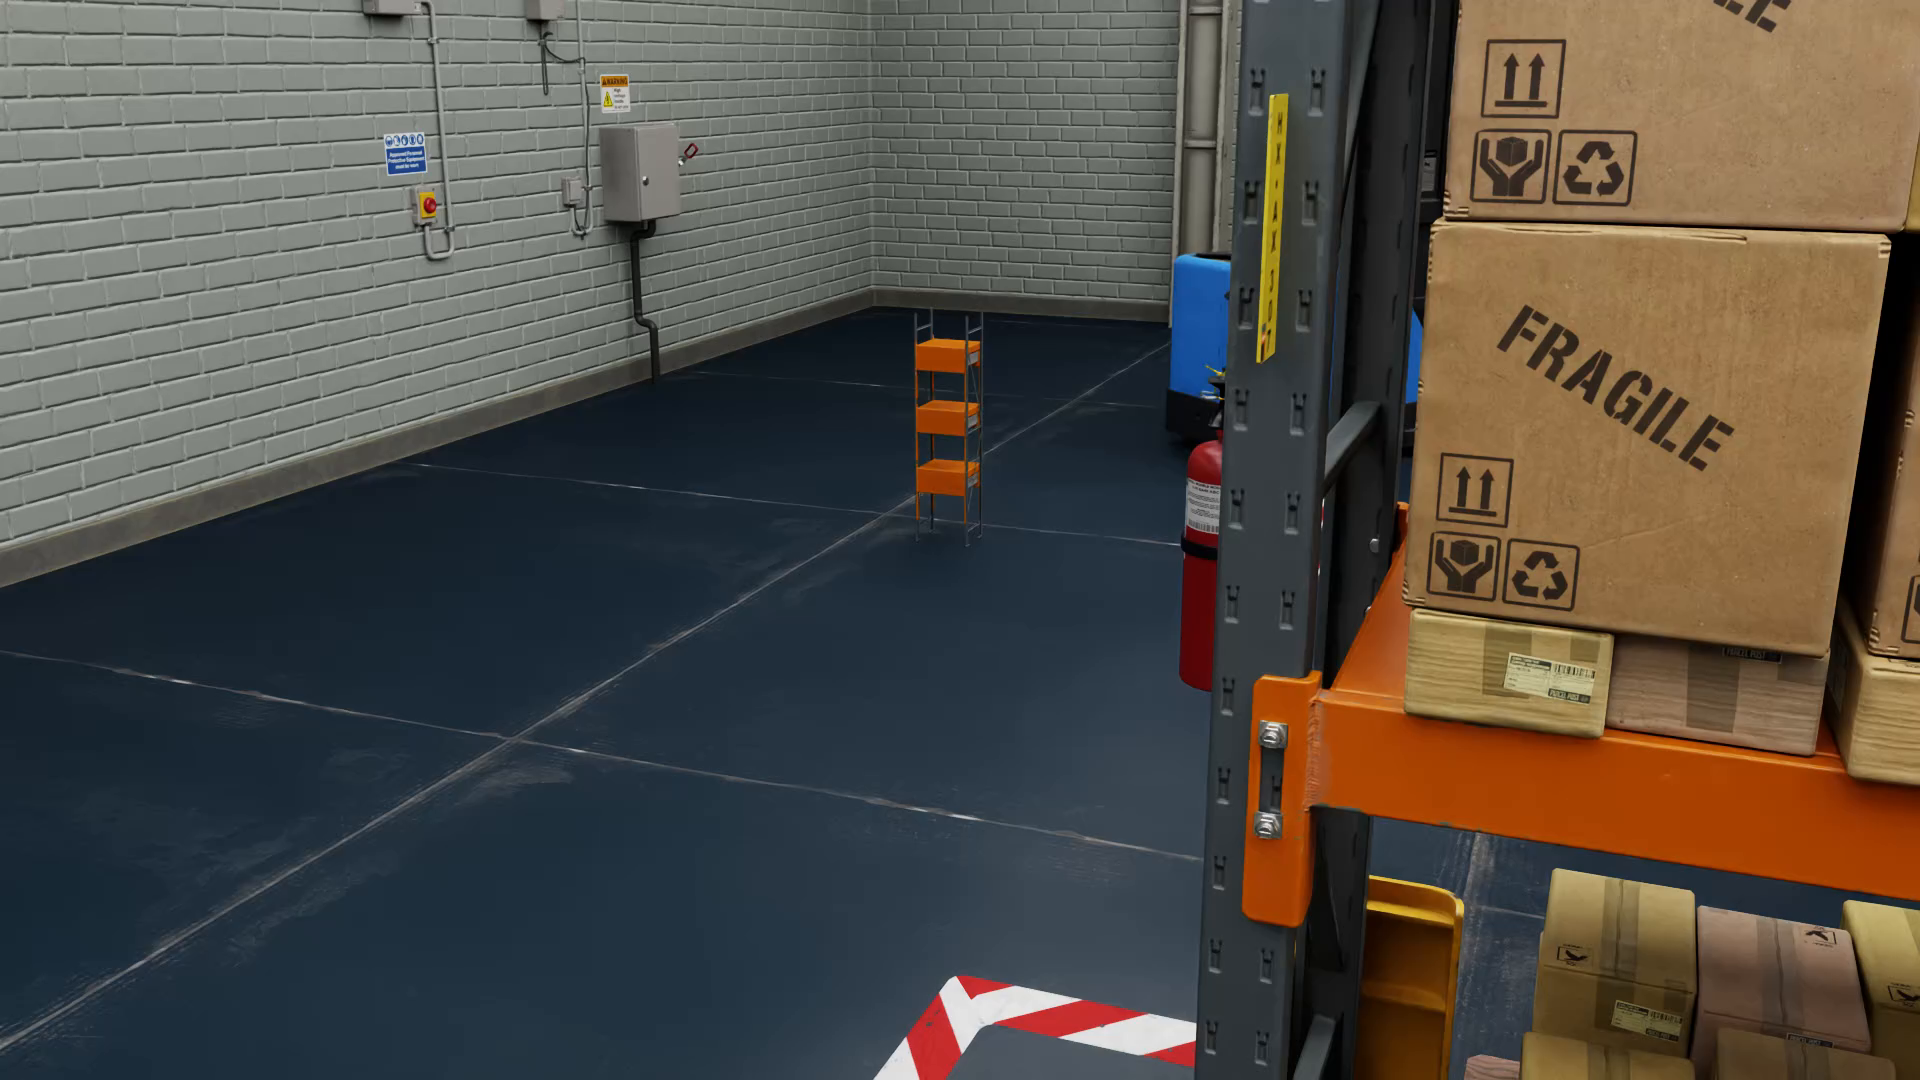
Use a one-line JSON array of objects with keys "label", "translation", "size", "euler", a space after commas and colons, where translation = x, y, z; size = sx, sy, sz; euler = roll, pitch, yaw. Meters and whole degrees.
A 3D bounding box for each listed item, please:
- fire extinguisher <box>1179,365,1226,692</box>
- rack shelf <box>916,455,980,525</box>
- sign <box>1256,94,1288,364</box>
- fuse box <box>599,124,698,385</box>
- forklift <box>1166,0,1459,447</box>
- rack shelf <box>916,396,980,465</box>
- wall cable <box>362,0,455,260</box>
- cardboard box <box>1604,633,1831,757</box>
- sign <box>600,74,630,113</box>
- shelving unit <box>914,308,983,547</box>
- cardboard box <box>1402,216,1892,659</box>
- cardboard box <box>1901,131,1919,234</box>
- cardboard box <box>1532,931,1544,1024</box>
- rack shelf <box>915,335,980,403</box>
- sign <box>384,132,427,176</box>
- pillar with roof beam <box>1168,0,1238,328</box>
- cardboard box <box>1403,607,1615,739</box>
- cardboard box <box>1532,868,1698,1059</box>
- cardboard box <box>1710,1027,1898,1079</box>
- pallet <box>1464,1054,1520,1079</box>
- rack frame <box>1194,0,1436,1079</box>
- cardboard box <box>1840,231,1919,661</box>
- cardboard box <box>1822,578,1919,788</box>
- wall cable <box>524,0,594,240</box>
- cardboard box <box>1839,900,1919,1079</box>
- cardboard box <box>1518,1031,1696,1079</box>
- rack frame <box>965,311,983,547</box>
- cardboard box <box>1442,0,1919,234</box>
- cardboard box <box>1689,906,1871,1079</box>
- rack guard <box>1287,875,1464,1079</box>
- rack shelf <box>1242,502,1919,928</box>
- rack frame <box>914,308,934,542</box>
[{"label": "fire extinguisher", "translation": [0.526, -0.043, 3.250], "size": [0.183, 0.674, 0.296], "euler": [6, 17, 21]}, {"label": "rack shelf", "translation": [-0.050, -0.233, 7.627], "size": [0.240, 0.259, 0.215], "euler": [6, 17, 21]}, {"label": "sign", "translation": [0.392, -0.389, 2.081], "size": [0.005, 0.325, 0.100], "euler": [6, 17, 21]}, {"label": "fuse box", "translation": [-2.035, -1.890, 11.115], "size": [0.414, 1.711, 0.539], "euler": [6, 17, 21]}, {"label": "forklift", "translation": [2.731, -2.067, 9.537], "size": [3.031, 2.935, 1.130], "euler": [-9, 18, -28]}, {"label": "rack shelf", "translation": [-0.050, -0.499, 7.549], "size": [0.240, 0.259, 0.215], "euler": [6, 17, 21]}, {"label": "wall cable", "translation": [-2.941, -2.482, 8.964], "size": [0.123, 1.953, 0.585], "euler": [6, 17, 21]}, {"label": "cardboard box", "translation": [1.024, 0.140, 2.262], "size": [0.250, 0.149, 0.380], "euler": [7, 18, 23]}, {"label": "sign", "translation": [-2.248, -2.912, 10.844], "size": [0.001, 0.242, 0.339], "euler": [6, 17, 21]}, {"label": "shelving unit", "translation": [-0.050, -0.510, 7.546], "size": [0.252, 1.050, 0.215], "euler": [6, 17, 21]}, {"label": "cardboard box", "translation": [0.907, -0.187, 2.226], "size": [0.500, 0.500, 0.500], "euler": [7, 18, 23]}, {"label": "cardboard box", "translation": [1.383, -0.620, 1.924], "size": [0.500, 0.500, 0.500], "euler": [7, 18, 22]}, {"label": "cardboard box", "translation": [1.186, 0.890, 3.053], "size": [0.250, 0.149, 0.380], "euler": [6, 17, 19]}, {"label": "rack shelf", "translation": [-0.050, -0.772, 7.470], "size": [0.240, 0.259, 0.215], "euler": [6, 17, 21]}, {"label": "sign", "translation": [-3.016, -2.103, 9.051], "size": [0.001, 0.218, 0.327], "euler": [6, 17, 21]}, {"label": "pillar with roof beam", "translation": [0.374, -4.970, 8.653], "size": [0.400, 9.000, 9.100], "euler": [6, 17, 21]}, {"label": "cardboard box", "translation": [0.772, 0.125, 2.314], "size": [0.250, 0.149, 0.380], "euler": [6, 17, 20]}, {"label": "cardboard box", "translation": [1.176, 0.756, 2.982], "size": [0.250, 0.149, 0.380], "euler": [6, 17, 21]}, {"label": "cardboard box", "translation": [1.254, 0.906, 2.465], "size": [0.250, 0.149, 0.380], "euler": [7, 17, 22]}, {"label": "pallet", "translation": [1.404, 1.325, 2.731], "size": [1.213, 0.211, 1.003], "euler": [6, 17, 21]}, {"label": "rack frame", "translation": [0.589, -0.113, 2.683], "size": [0.053, 2.616, 0.949], "euler": [6, 17, 21]}, {"label": "cardboard box", "translation": [1.414, -0.139, 2.060], "size": [0.500, 0.500, 0.500], "euler": [6, 17, 21]}, {"label": "cardboard box", "translation": [1.254, 0.181, 2.119], "size": [0.250, 0.149, 0.380], "euler": [6, 17, 19]}, {"label": "wall cable", "translation": [-2.432, -2.836, 10.240], "size": [0.122, 1.984, 0.588], "euler": [6, 17, 21]}, {"label": "cardboard box", "translation": [1.676, 0.790, 2.865], "size": [0.250, 0.149, 0.380], "euler": [6, 17, 19]}, {"label": "cardboard box", "translation": [0.953, 0.909, 2.454], "size": [0.250, 0.149, 0.380], "euler": [5, 17, 18]}, {"label": "rack frame", "translation": [0.064, -0.497, 7.503], "size": [0.008, 1.050, 0.200], "euler": [6, 17, 21]}, {"label": "cardboard box", "translation": [0.911, -0.670, 2.096], "size": [0.500, 0.500, 0.500], "euler": [6, 17, 20]}, {"label": "cardboard box", "translation": [1.389, 0.797, 2.842], "size": [0.250, 0.149, 0.380], "euler": [7, 17, 22]}, {"label": "rack guard", "translation": [0.661, 1.094, 3.008], "size": [0.348, 0.500, 1.175], "euler": [6, 17, 21]}, {"label": "rack shelf", "translation": [2.451, 0.436, 2.082], "size": [4.000, 0.370, 1.077], "euler": [6, 17, 21]}, {"label": "rack frame", "translation": [-0.163, -0.522, 7.589], "size": [0.008, 1.050, 0.200], "euler": [6, 17, 21]}]
